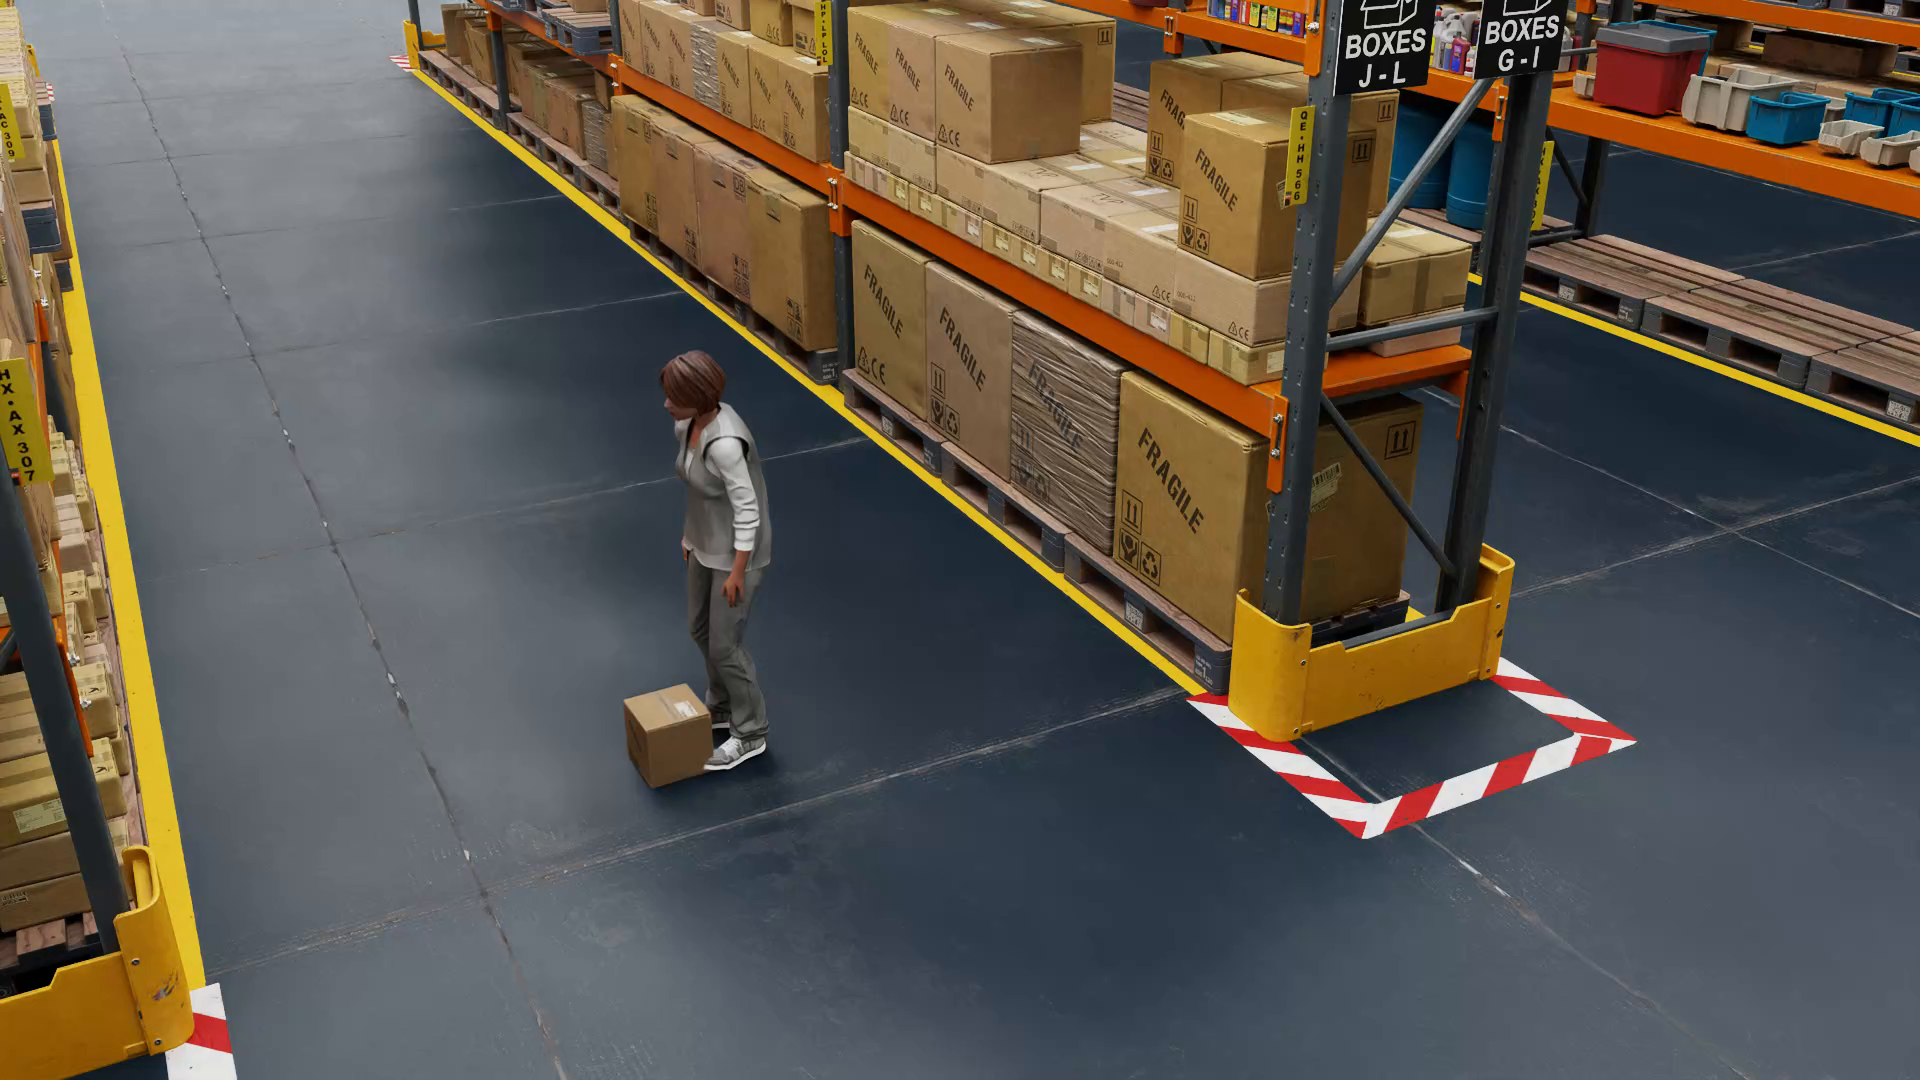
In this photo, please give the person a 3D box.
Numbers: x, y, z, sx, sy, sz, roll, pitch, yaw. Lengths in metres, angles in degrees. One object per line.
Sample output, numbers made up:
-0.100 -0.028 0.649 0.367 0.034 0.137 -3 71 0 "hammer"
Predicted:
-0.872 0.175 6.039 0.326 1.352 0.467 -14 29 -27 "person"
